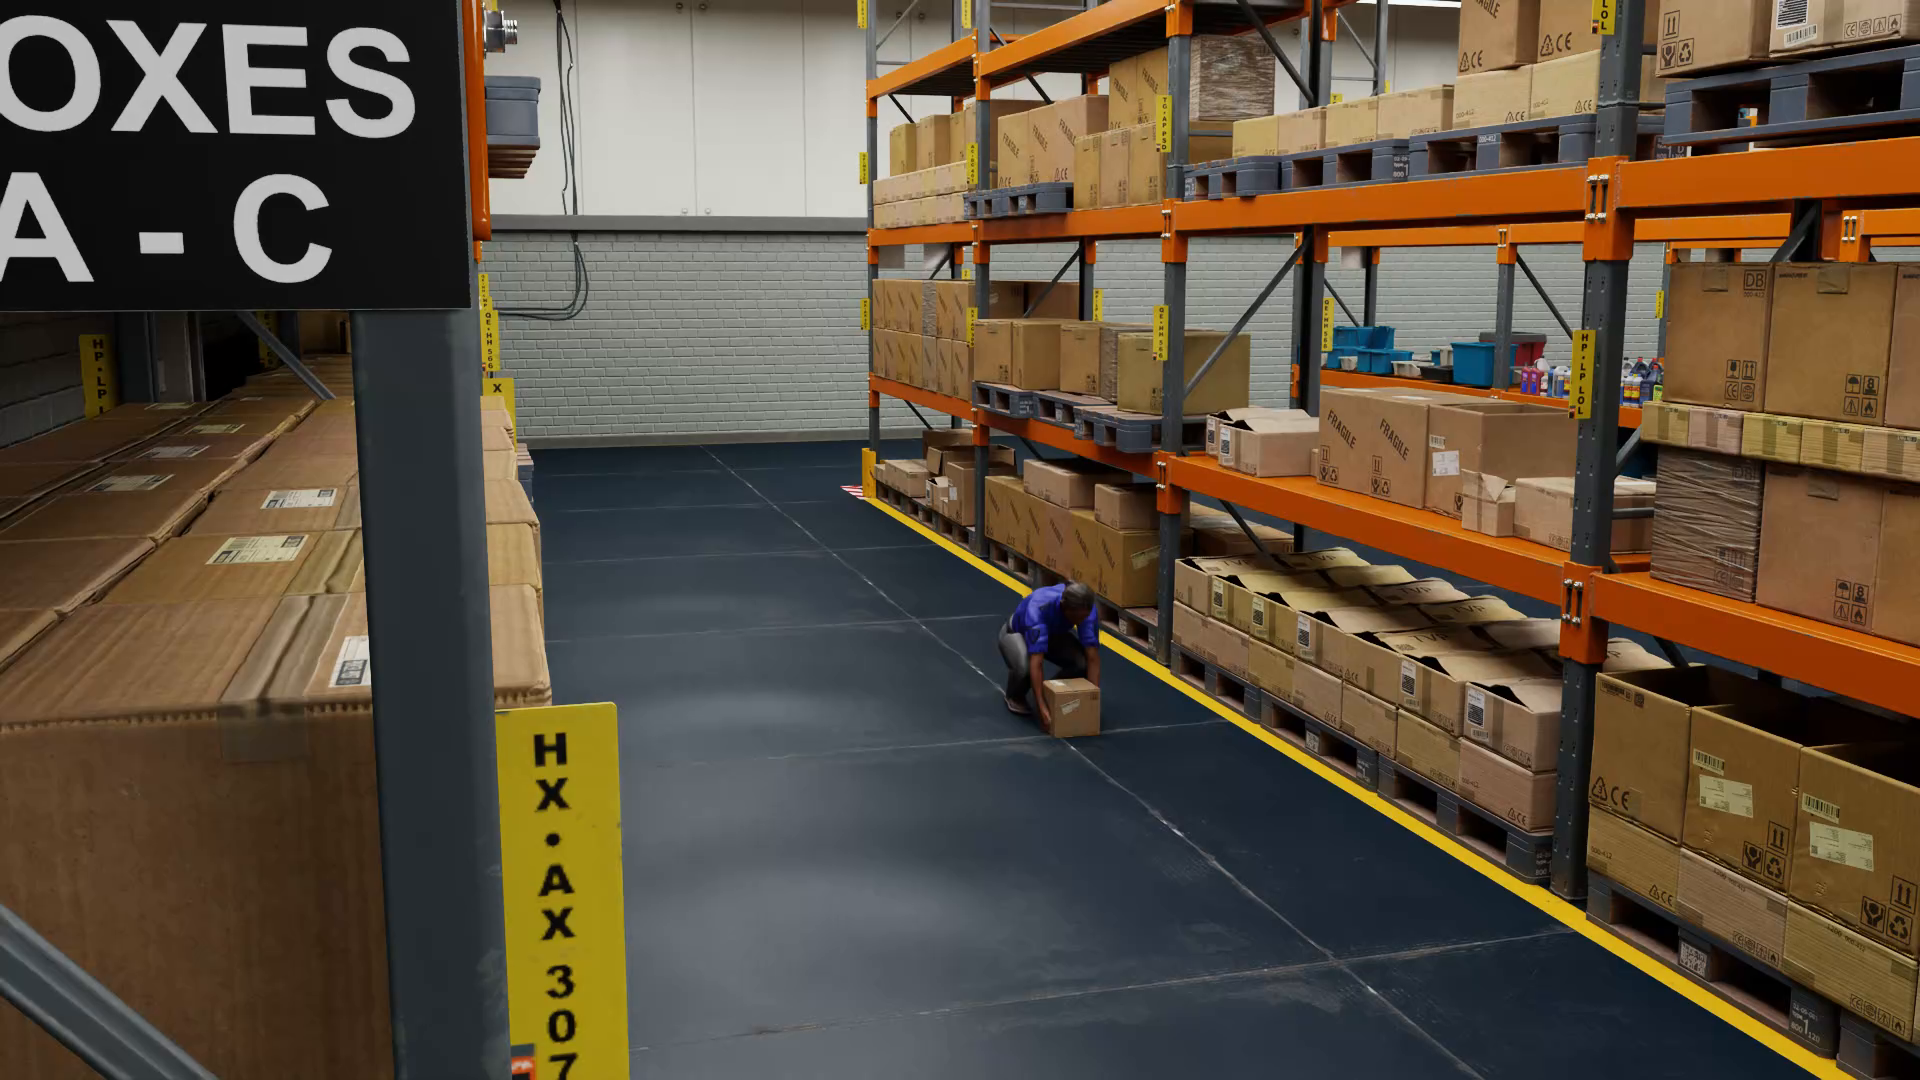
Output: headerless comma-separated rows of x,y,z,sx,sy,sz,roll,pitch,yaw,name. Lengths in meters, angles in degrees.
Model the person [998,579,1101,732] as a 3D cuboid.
0.494,0.578,9.096,0.480,0.806,0.811,-3,10,-16,person
